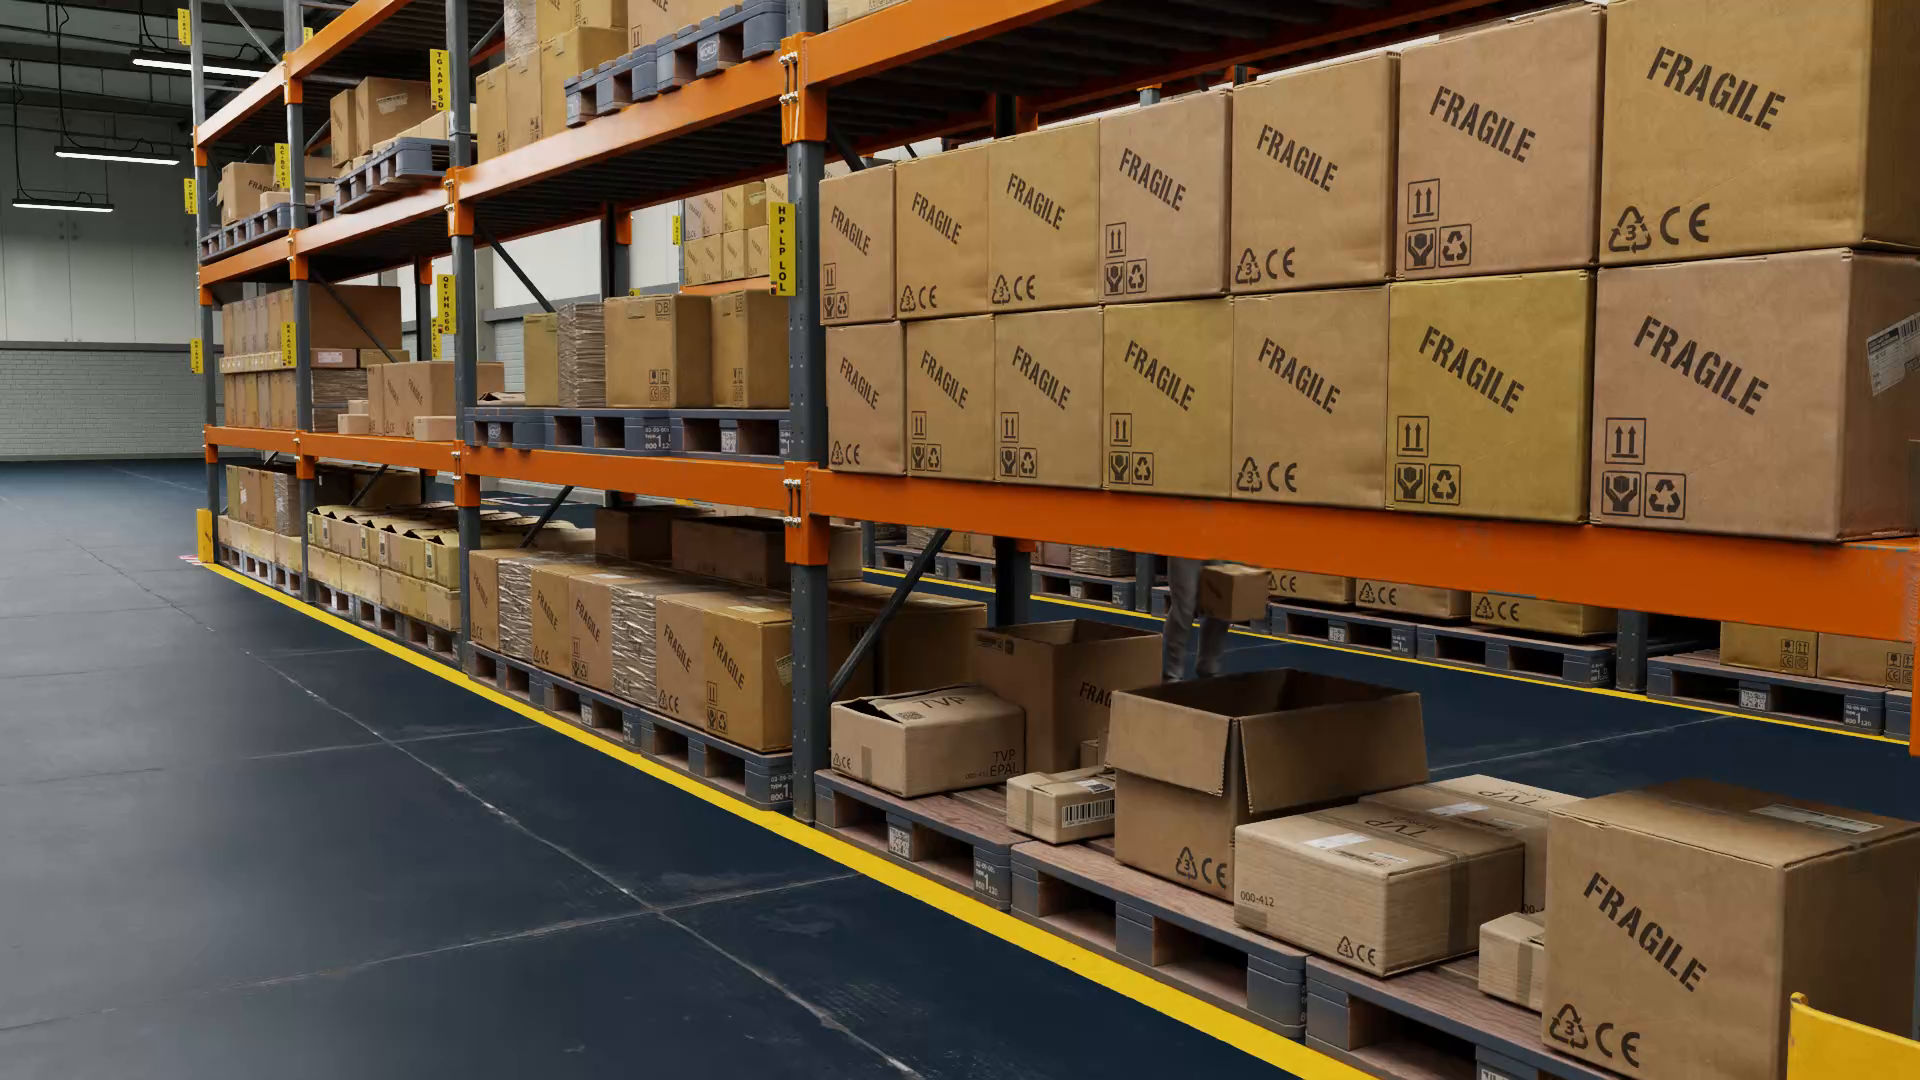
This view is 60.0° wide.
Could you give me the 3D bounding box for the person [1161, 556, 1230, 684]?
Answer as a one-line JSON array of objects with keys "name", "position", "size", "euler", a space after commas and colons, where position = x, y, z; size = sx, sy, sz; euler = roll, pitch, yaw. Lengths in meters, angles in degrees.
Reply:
[{"name": "person", "position": [1.275, -0.024, 8.846], "size": [0.492, 1.663, 0.370], "euler": [-3, 6, -35]}]
